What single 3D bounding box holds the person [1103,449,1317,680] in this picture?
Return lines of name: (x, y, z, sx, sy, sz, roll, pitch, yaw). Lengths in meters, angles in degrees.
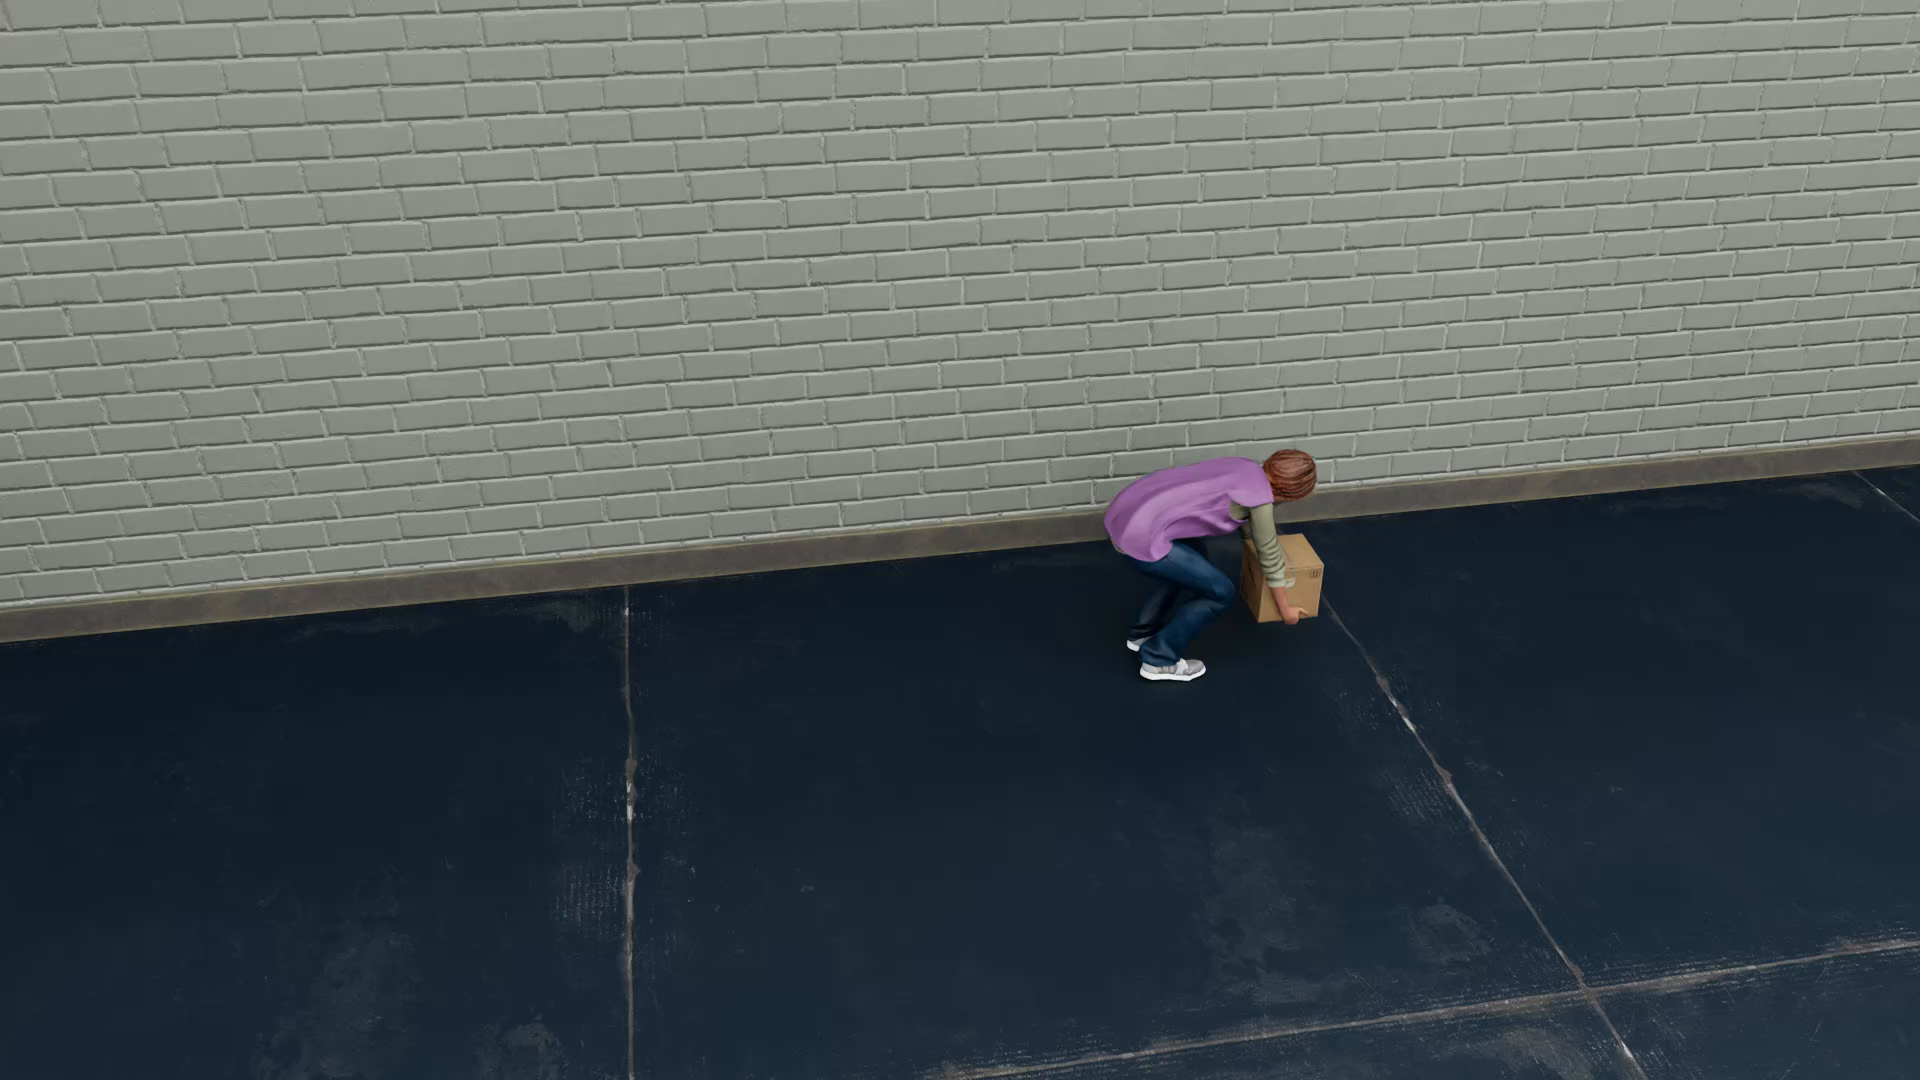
person: (0.988, 0.089, 6.655, 0.861, 0.916, 0.431, -7, 32, -11)
